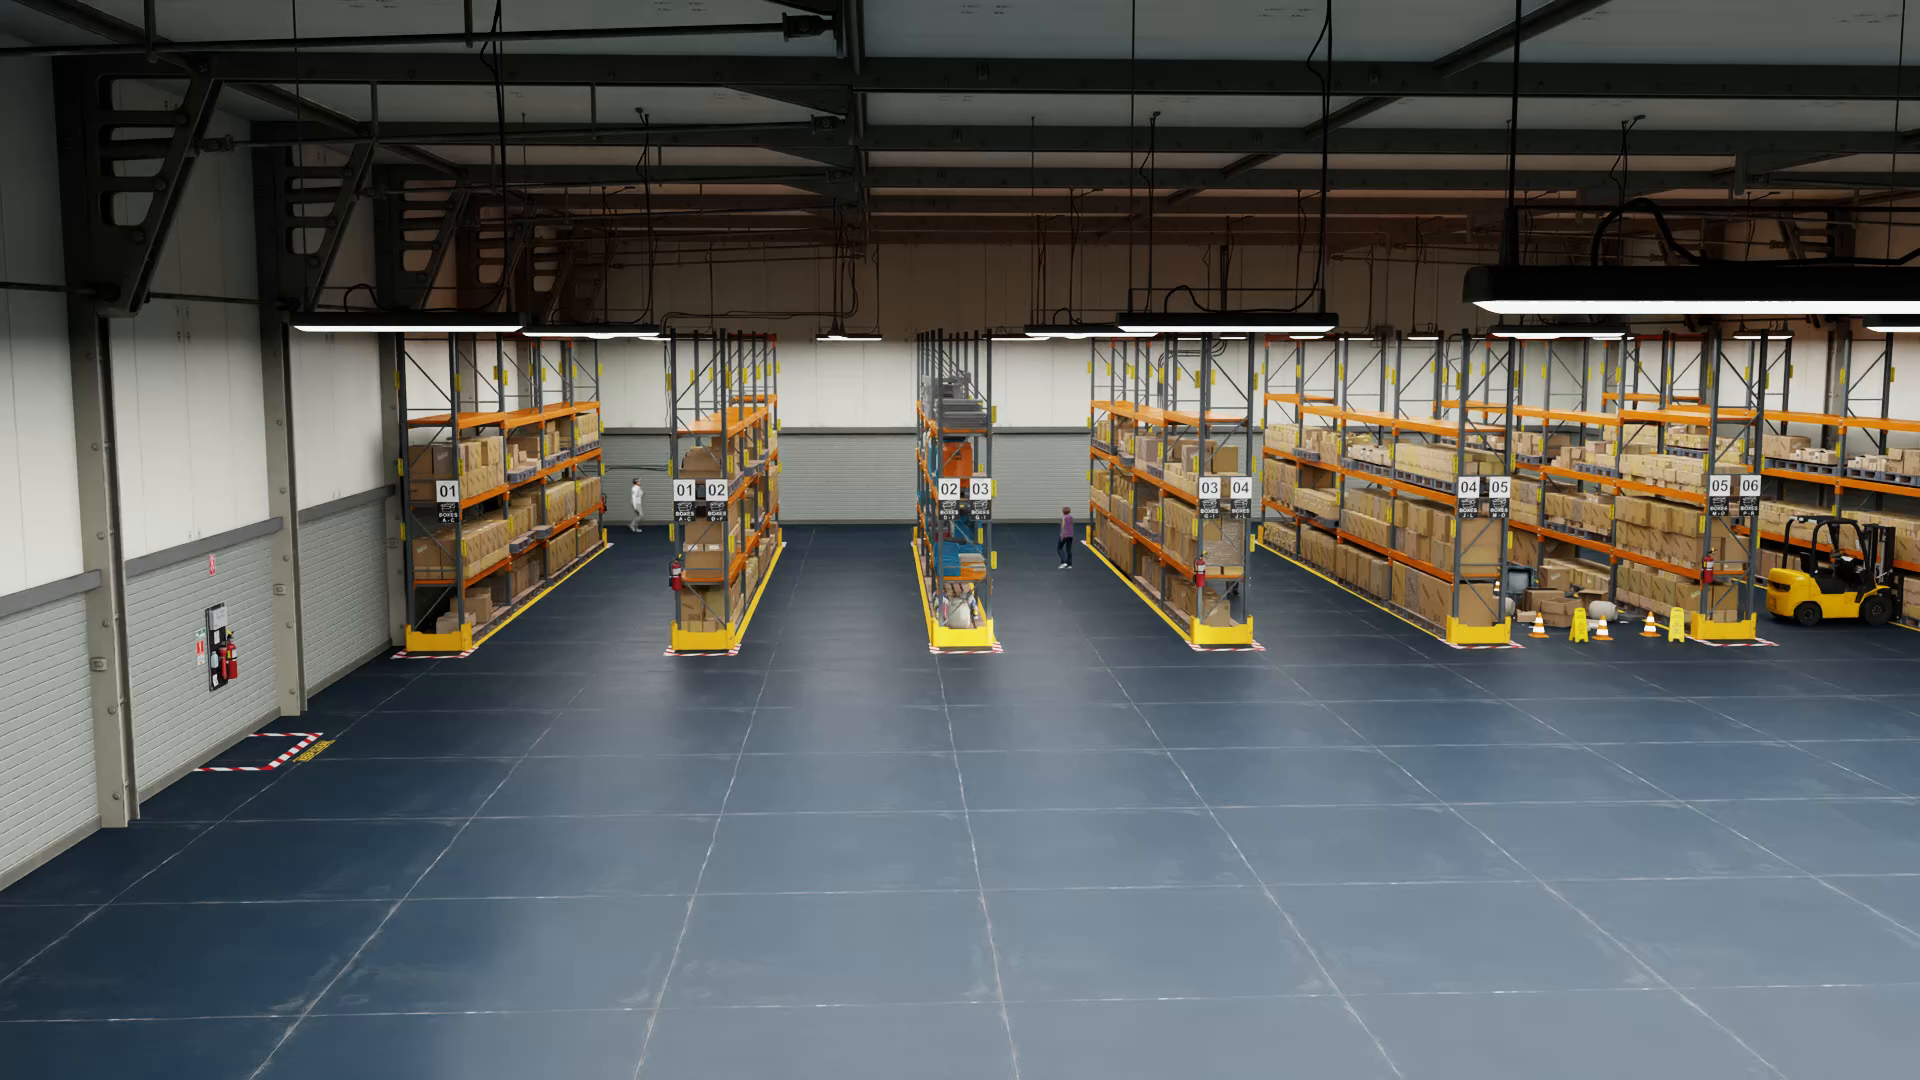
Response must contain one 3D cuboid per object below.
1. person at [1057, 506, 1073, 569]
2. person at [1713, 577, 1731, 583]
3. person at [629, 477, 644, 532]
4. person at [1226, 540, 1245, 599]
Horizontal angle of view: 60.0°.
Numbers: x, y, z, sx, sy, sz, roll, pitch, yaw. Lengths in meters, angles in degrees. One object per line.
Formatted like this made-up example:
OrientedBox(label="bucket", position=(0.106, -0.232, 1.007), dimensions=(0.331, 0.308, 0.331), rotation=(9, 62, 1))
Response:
OrientedBox(label="person", position=(2.720, -0.061, 42.446), dimensions=(0.446, 1.611, 0.372), rotation=(-6, 9, -42))
OrientedBox(label="person", position=(16.717, 0.642, 36.357), dimensions=(0.465, 1.727, 0.580), rotation=(-1, 7, -7))
OrientedBox(label="person", position=(-9.827, -1.078, 50.515), dimensions=(0.444, 1.676, 0.501), rotation=(-1, 7, -8))
OrientedBox(label="person", position=(6.216, 0.437, 37.670), dimensions=(0.584, 1.730, 0.696), rotation=(1, 7, 6))
